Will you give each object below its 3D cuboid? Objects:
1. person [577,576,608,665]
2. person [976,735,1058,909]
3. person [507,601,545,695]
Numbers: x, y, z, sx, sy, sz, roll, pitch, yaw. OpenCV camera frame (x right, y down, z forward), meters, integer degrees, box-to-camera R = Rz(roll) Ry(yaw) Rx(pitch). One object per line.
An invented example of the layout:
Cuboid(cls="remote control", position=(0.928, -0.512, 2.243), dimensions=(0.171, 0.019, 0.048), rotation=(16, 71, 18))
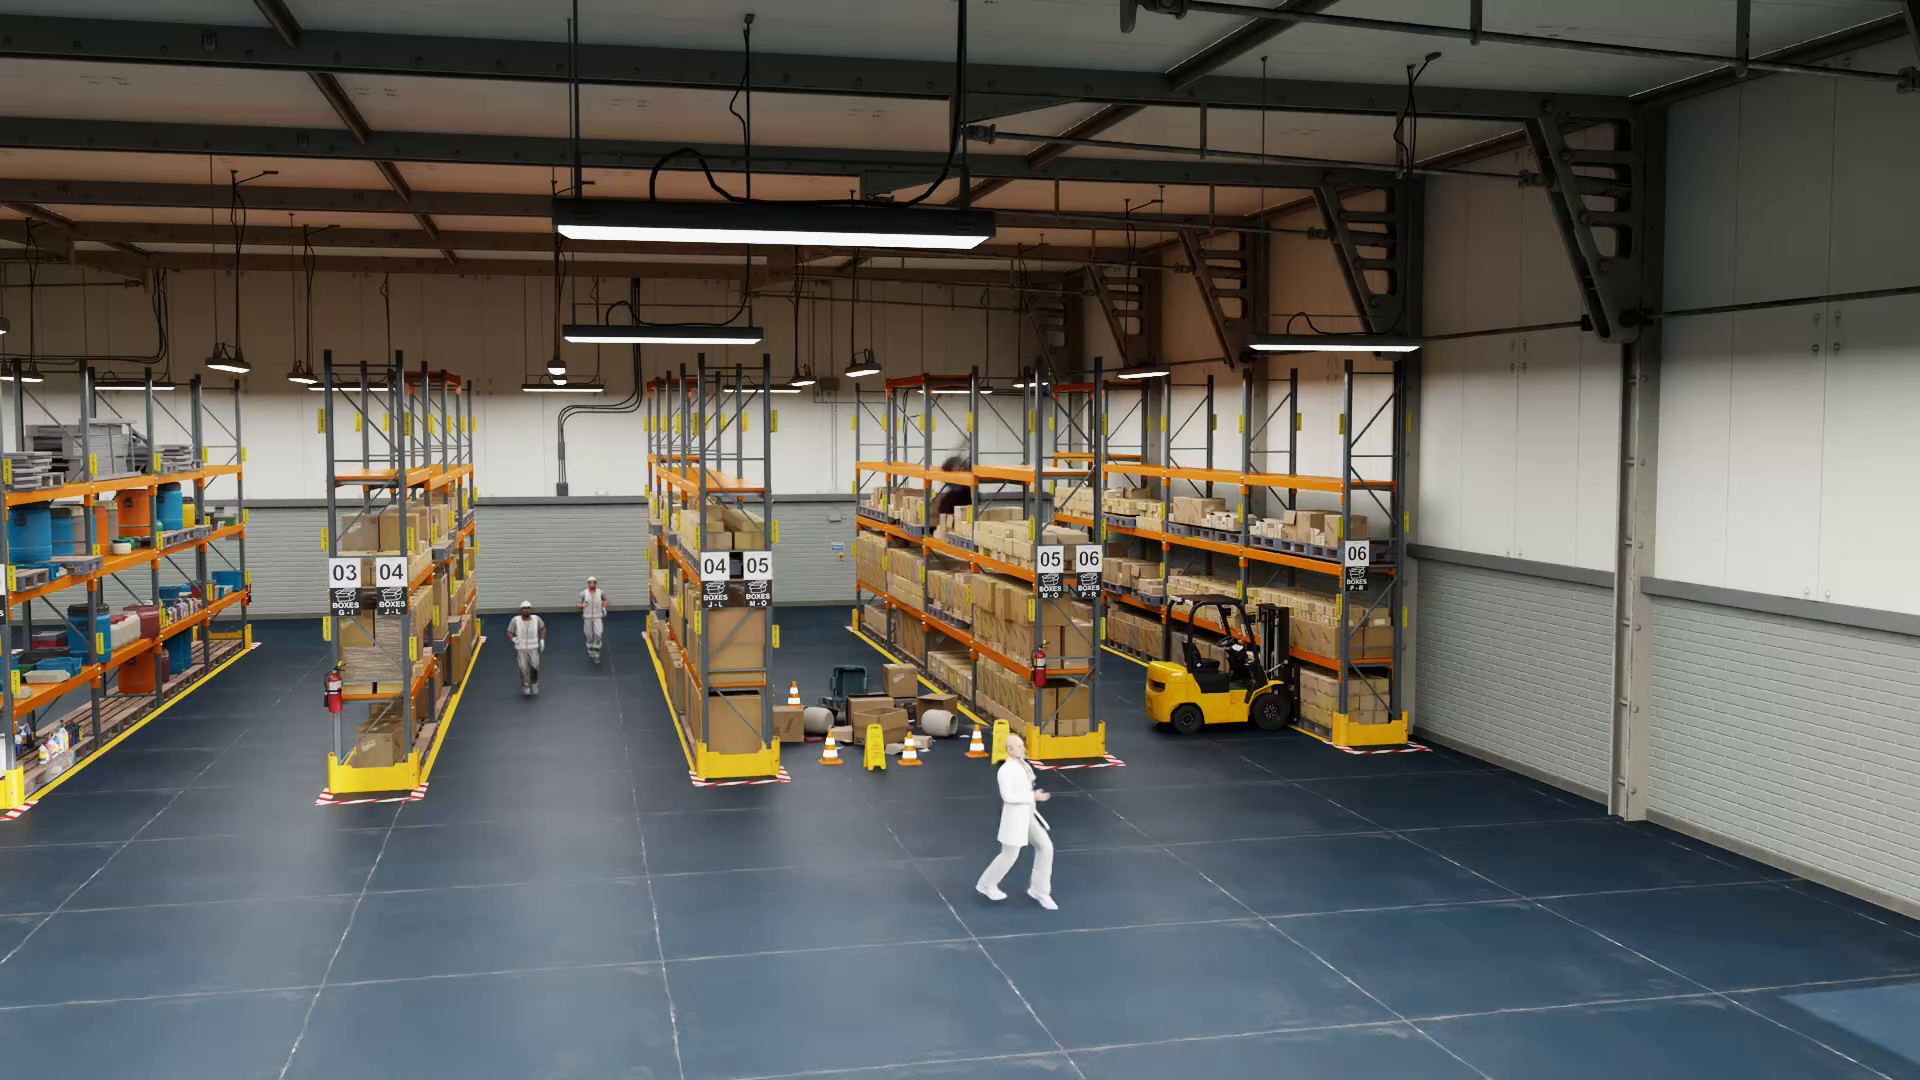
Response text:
Cuboid(cls="person", position=(-7.691, 1.679, 34.844), dimensions=(0.633, 1.842, 0.743), rotation=(-1, 4, -11))
Cuboid(cls="person", position=(0.597, 2.933, 17.312), dimensions=(0.875, 1.823, 0.726), rotation=(2, 5, 29))
Cuboid(cls="person", position=(-7.947, 1.998, 30.494), dimensions=(0.687, 1.751, 0.605), rotation=(-1, 4, -16))
